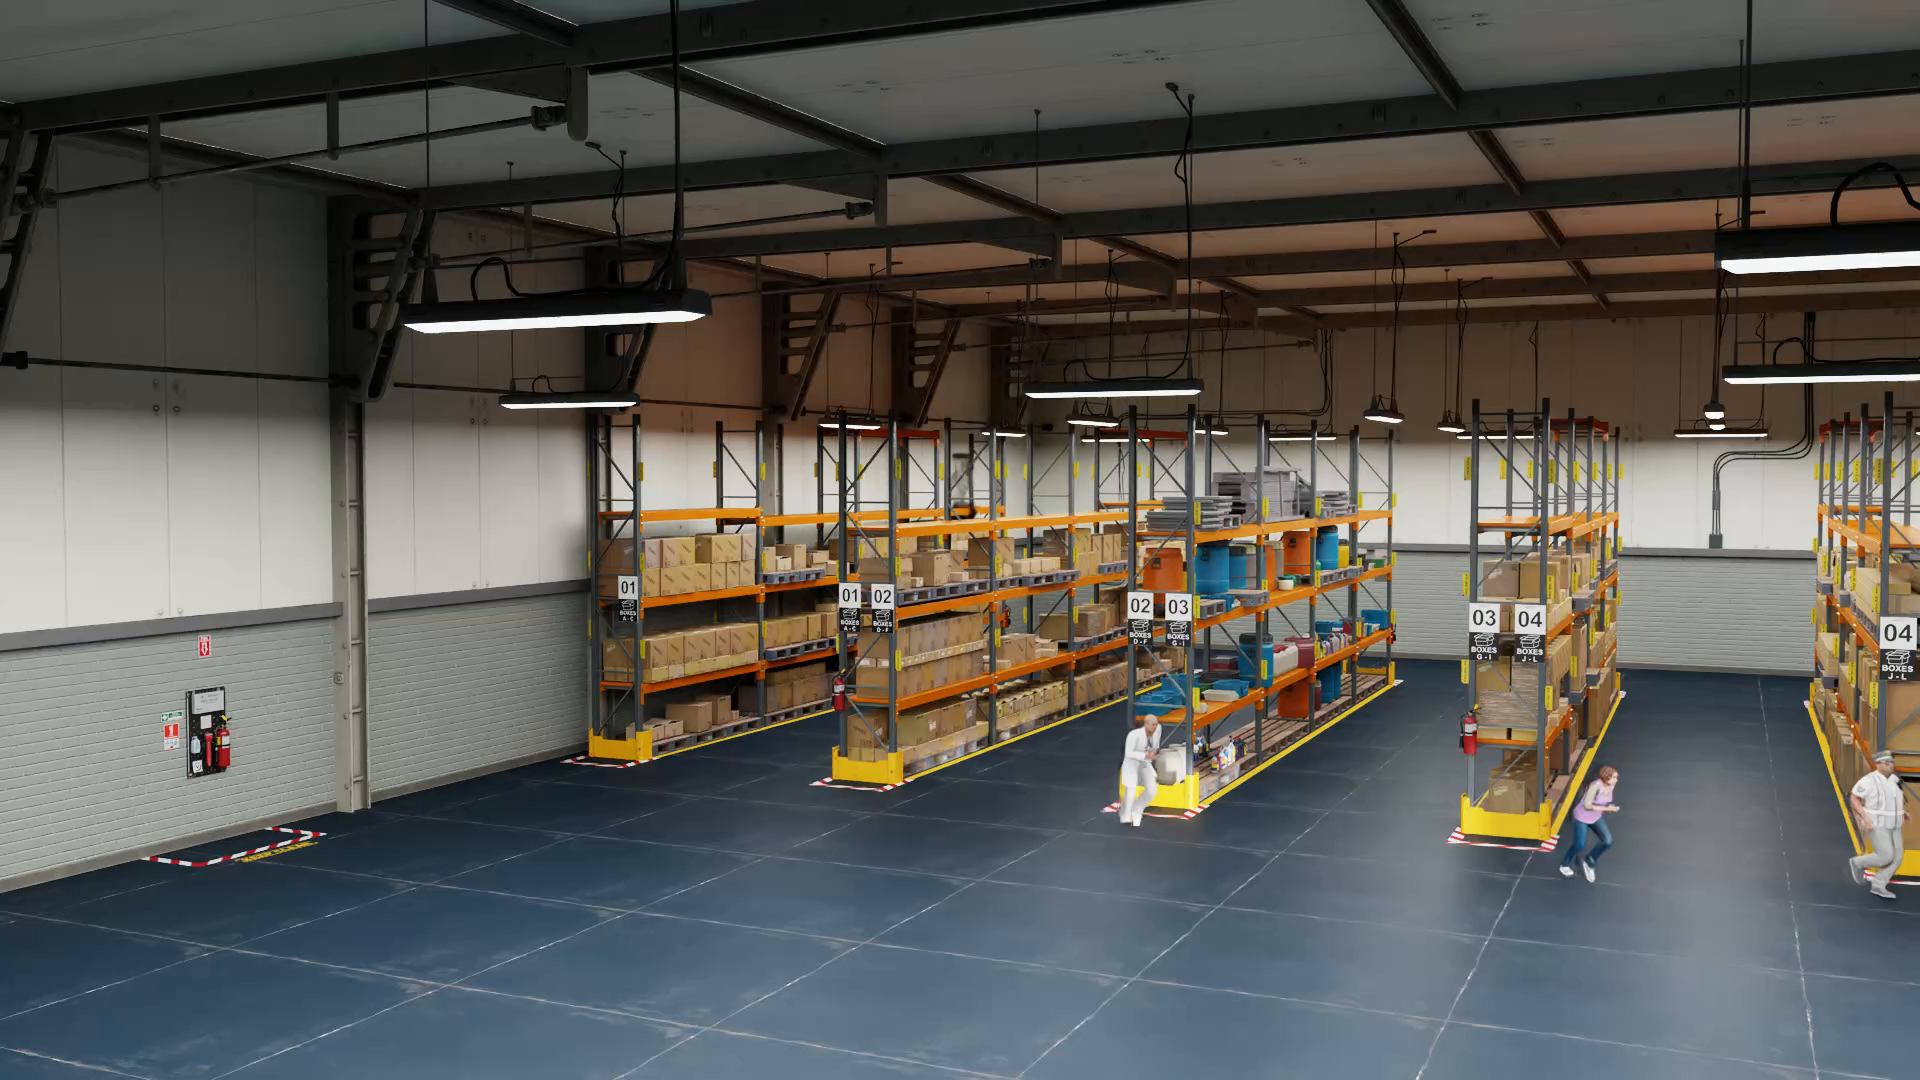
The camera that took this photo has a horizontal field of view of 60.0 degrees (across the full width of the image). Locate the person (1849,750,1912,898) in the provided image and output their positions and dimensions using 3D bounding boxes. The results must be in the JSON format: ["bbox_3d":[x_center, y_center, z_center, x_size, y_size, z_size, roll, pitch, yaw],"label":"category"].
[{"bbox_3d":[10.865,3.330,19.585,0.662,1.738,0.614,-1,2,-18],"label":"person"}]

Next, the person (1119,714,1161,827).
[{"bbox_3d":[2.562,3.212,23.304,0.738,1.613,0.983,-1,3,-28],"label":"person"}]

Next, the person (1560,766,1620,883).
[{"bbox_3d":[7.695,3.433,20.230,0.576,1.464,0.890,-1,3,-29],"label":"person"}]
